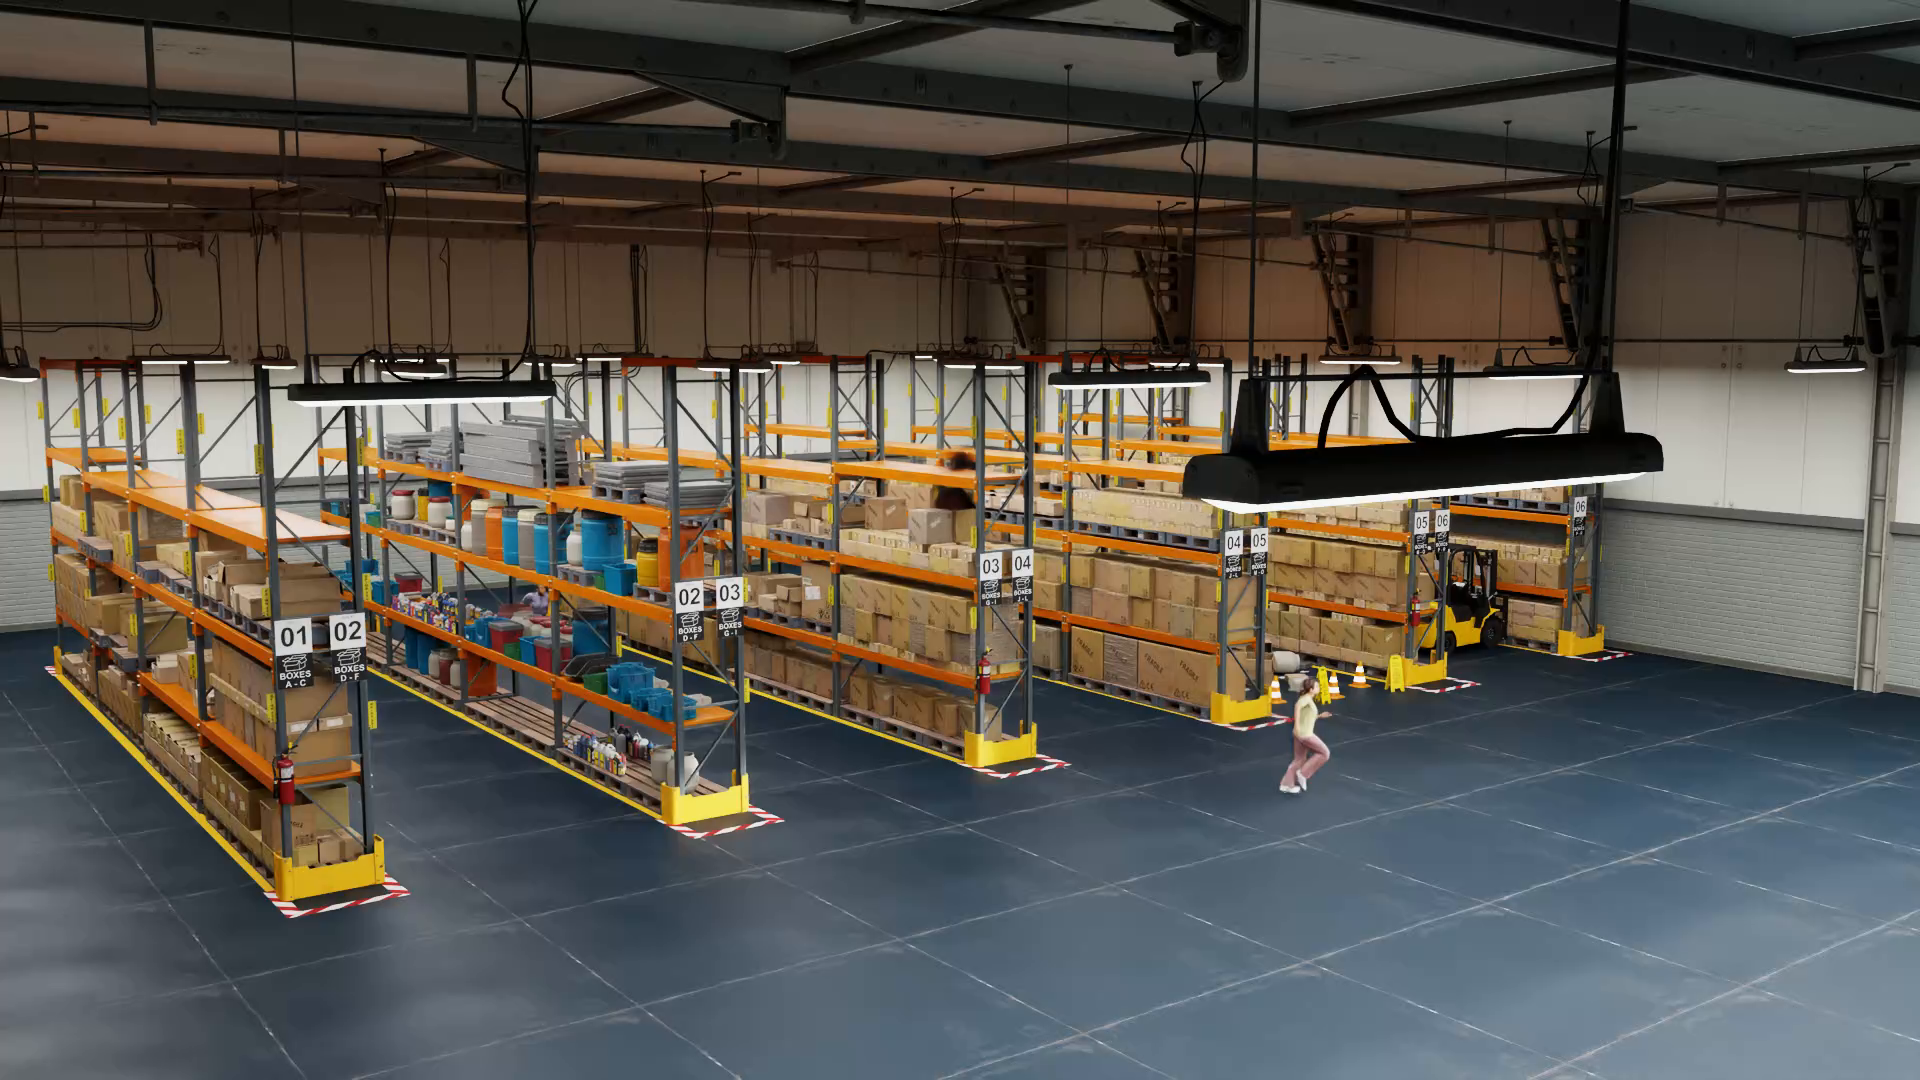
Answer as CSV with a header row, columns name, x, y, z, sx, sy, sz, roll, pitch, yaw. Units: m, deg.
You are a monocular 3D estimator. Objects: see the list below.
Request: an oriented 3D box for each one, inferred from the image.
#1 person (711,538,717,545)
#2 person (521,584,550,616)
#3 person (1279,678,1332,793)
name,x,y,z,sx,sy,sz,roll,pitch,yaw
person,-5.835,0.778,39.119,0.716,1.744,1.009,-3,7,-21
person,-8.412,1.623,32.925,0.612,1.653,0.868,-6,9,-39
person,4.825,2.739,23.188,0.728,1.596,0.613,0,7,1
